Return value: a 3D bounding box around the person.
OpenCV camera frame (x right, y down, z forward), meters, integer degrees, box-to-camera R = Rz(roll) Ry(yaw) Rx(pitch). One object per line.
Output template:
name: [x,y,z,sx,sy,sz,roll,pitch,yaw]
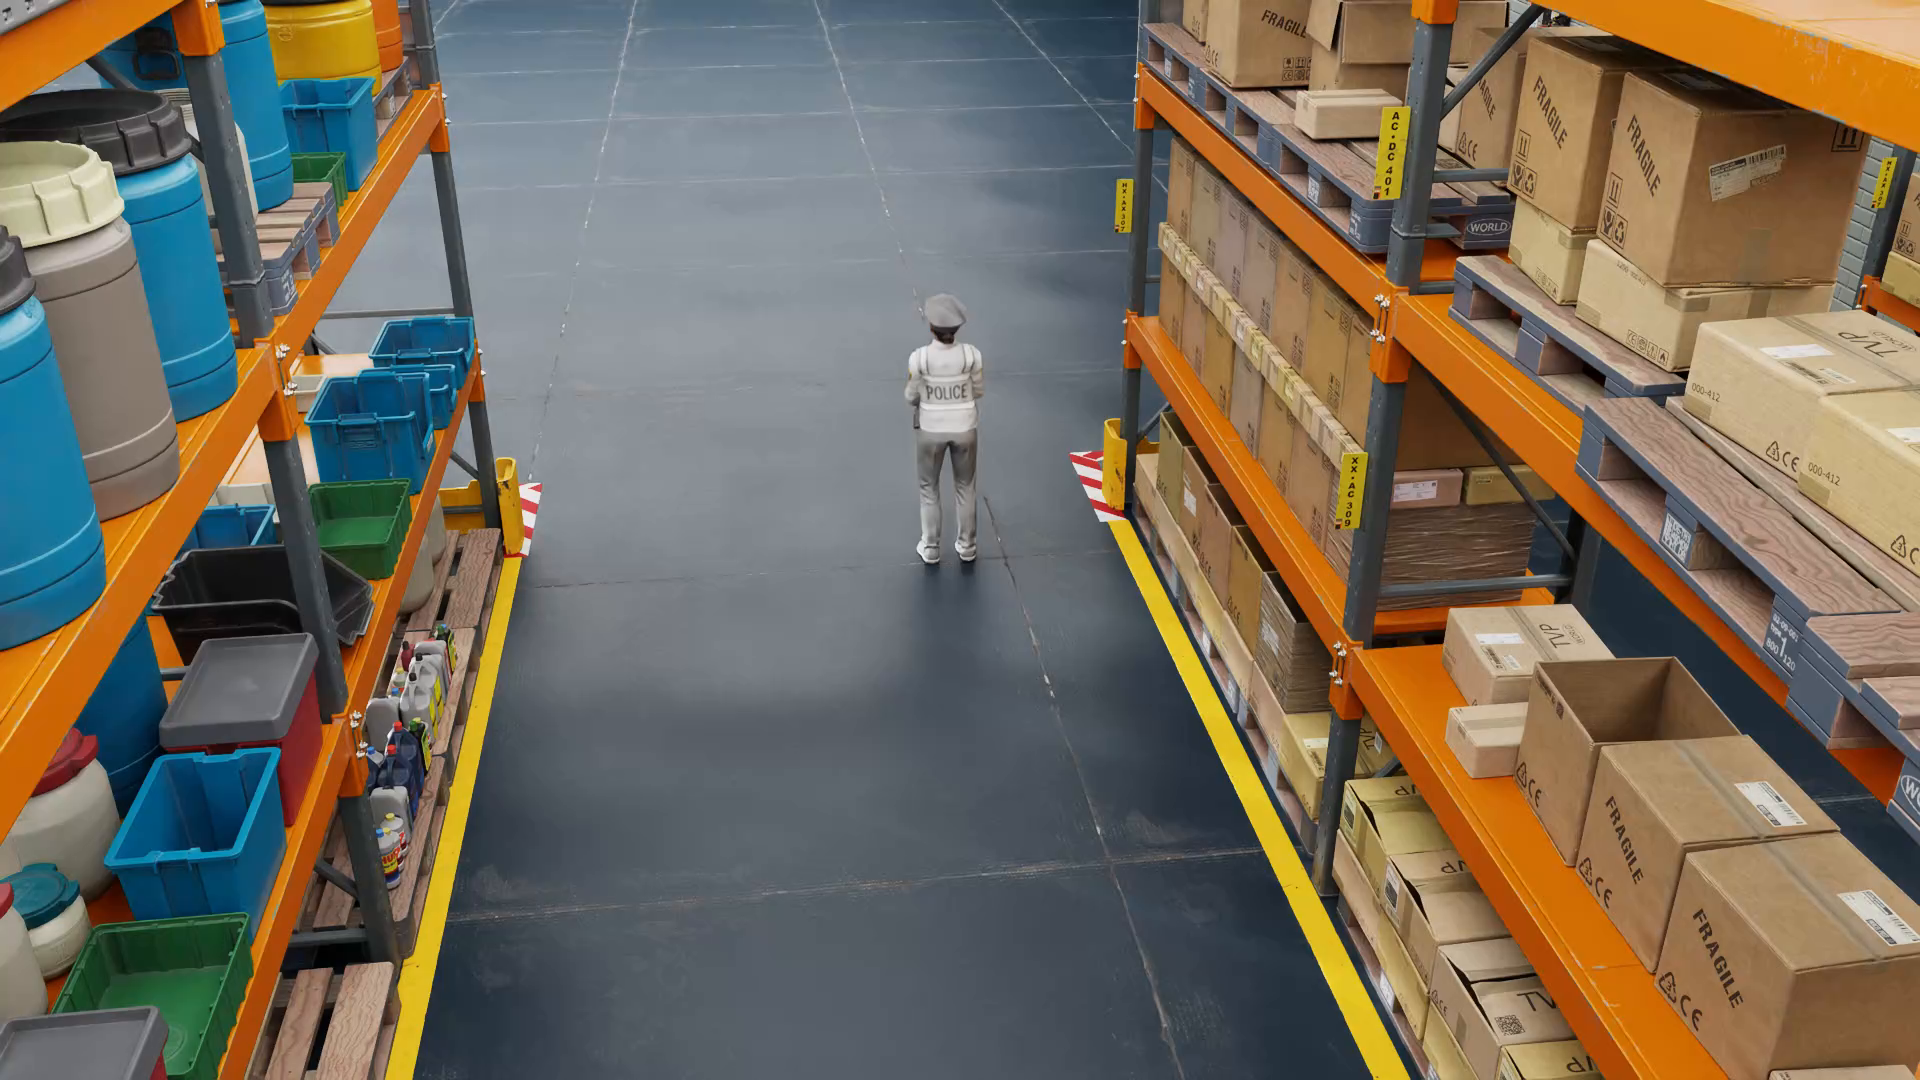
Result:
person: [-0.093,-0.681,9.904,0.469,1.690,0.550,-4,28,-7]
